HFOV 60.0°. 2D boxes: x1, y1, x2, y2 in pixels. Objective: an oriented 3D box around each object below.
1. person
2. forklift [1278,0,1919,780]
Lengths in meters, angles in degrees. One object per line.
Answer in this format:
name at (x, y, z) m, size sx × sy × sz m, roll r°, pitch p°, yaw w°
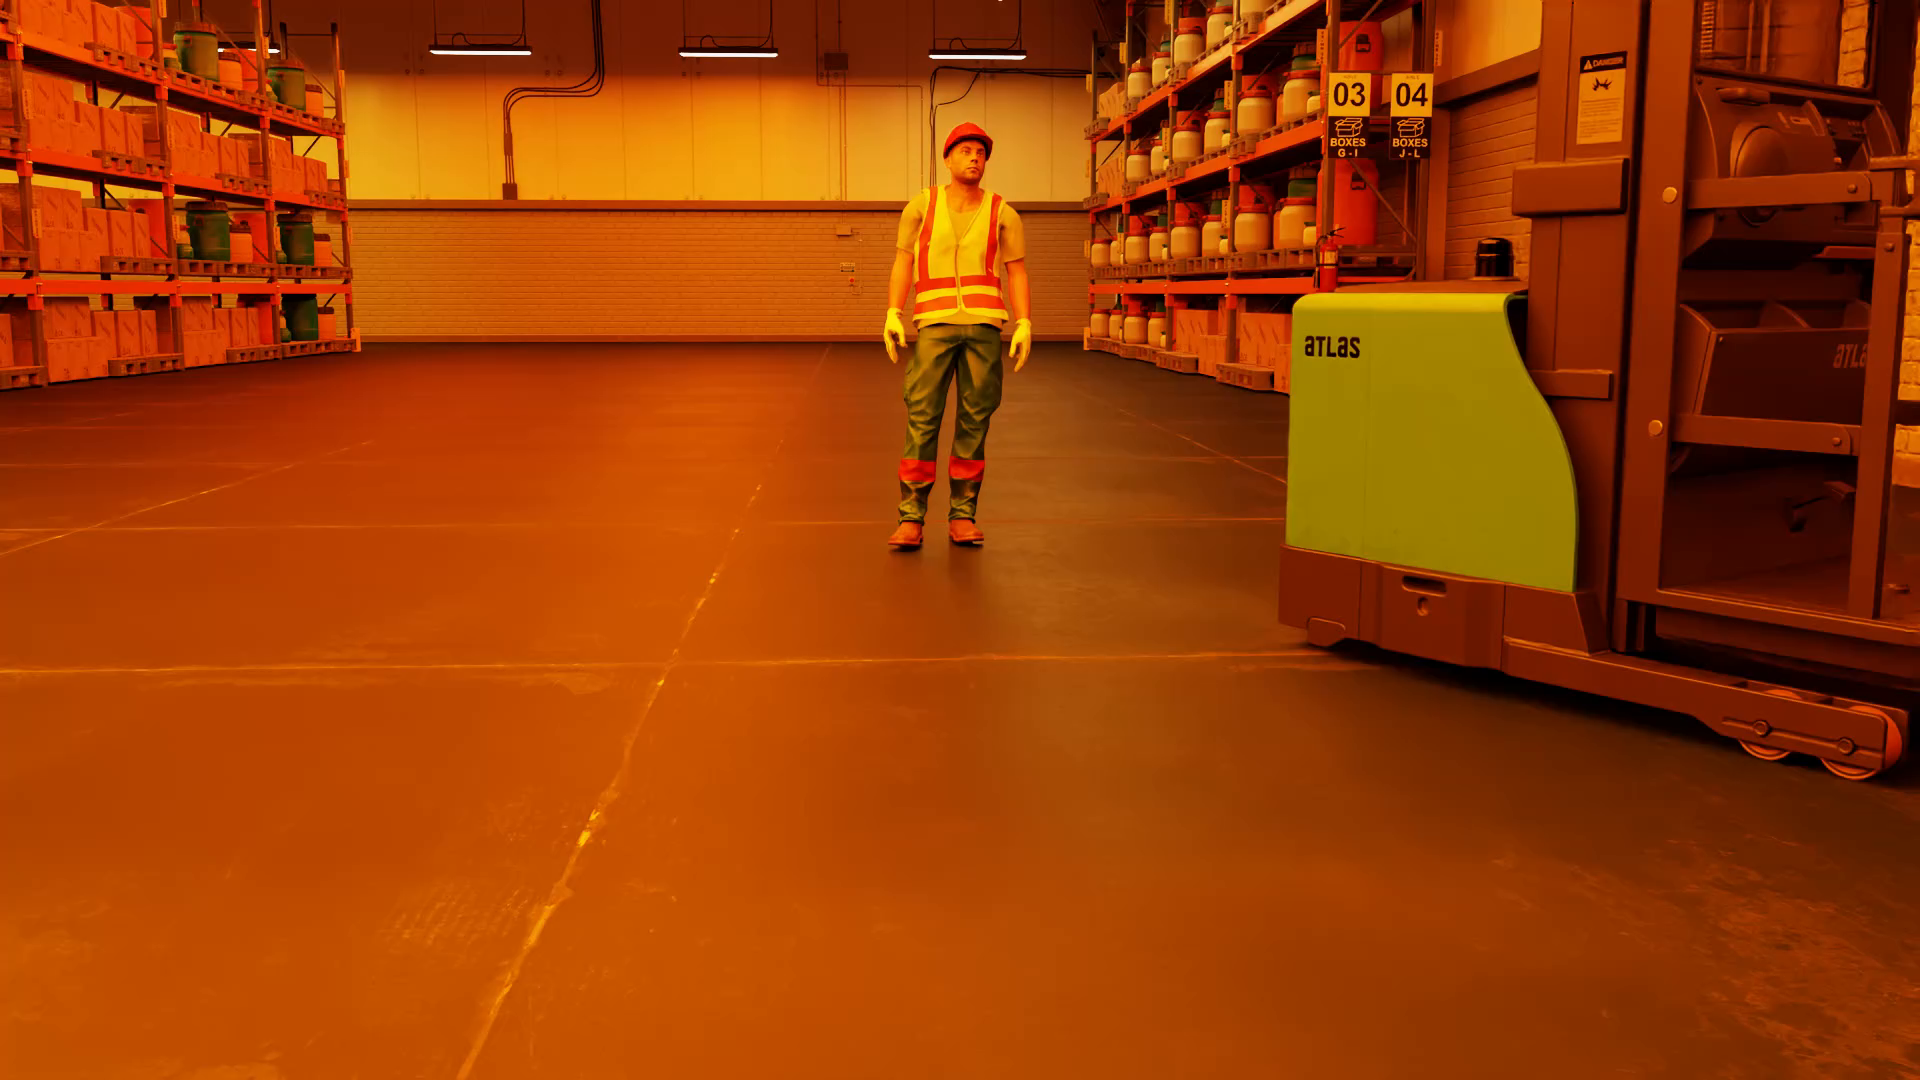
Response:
person at (-0.006, -0.880, 7.097) m, size 0.638 × 1.789 × 0.562 m, roll -1°, pitch 8°, yaw -4°
forklift at (2.252, -0.995, 4.033) m, size 1.130 × 2.935 × 3.031 m, roll -6°, pitch 10°, yaw -35°
